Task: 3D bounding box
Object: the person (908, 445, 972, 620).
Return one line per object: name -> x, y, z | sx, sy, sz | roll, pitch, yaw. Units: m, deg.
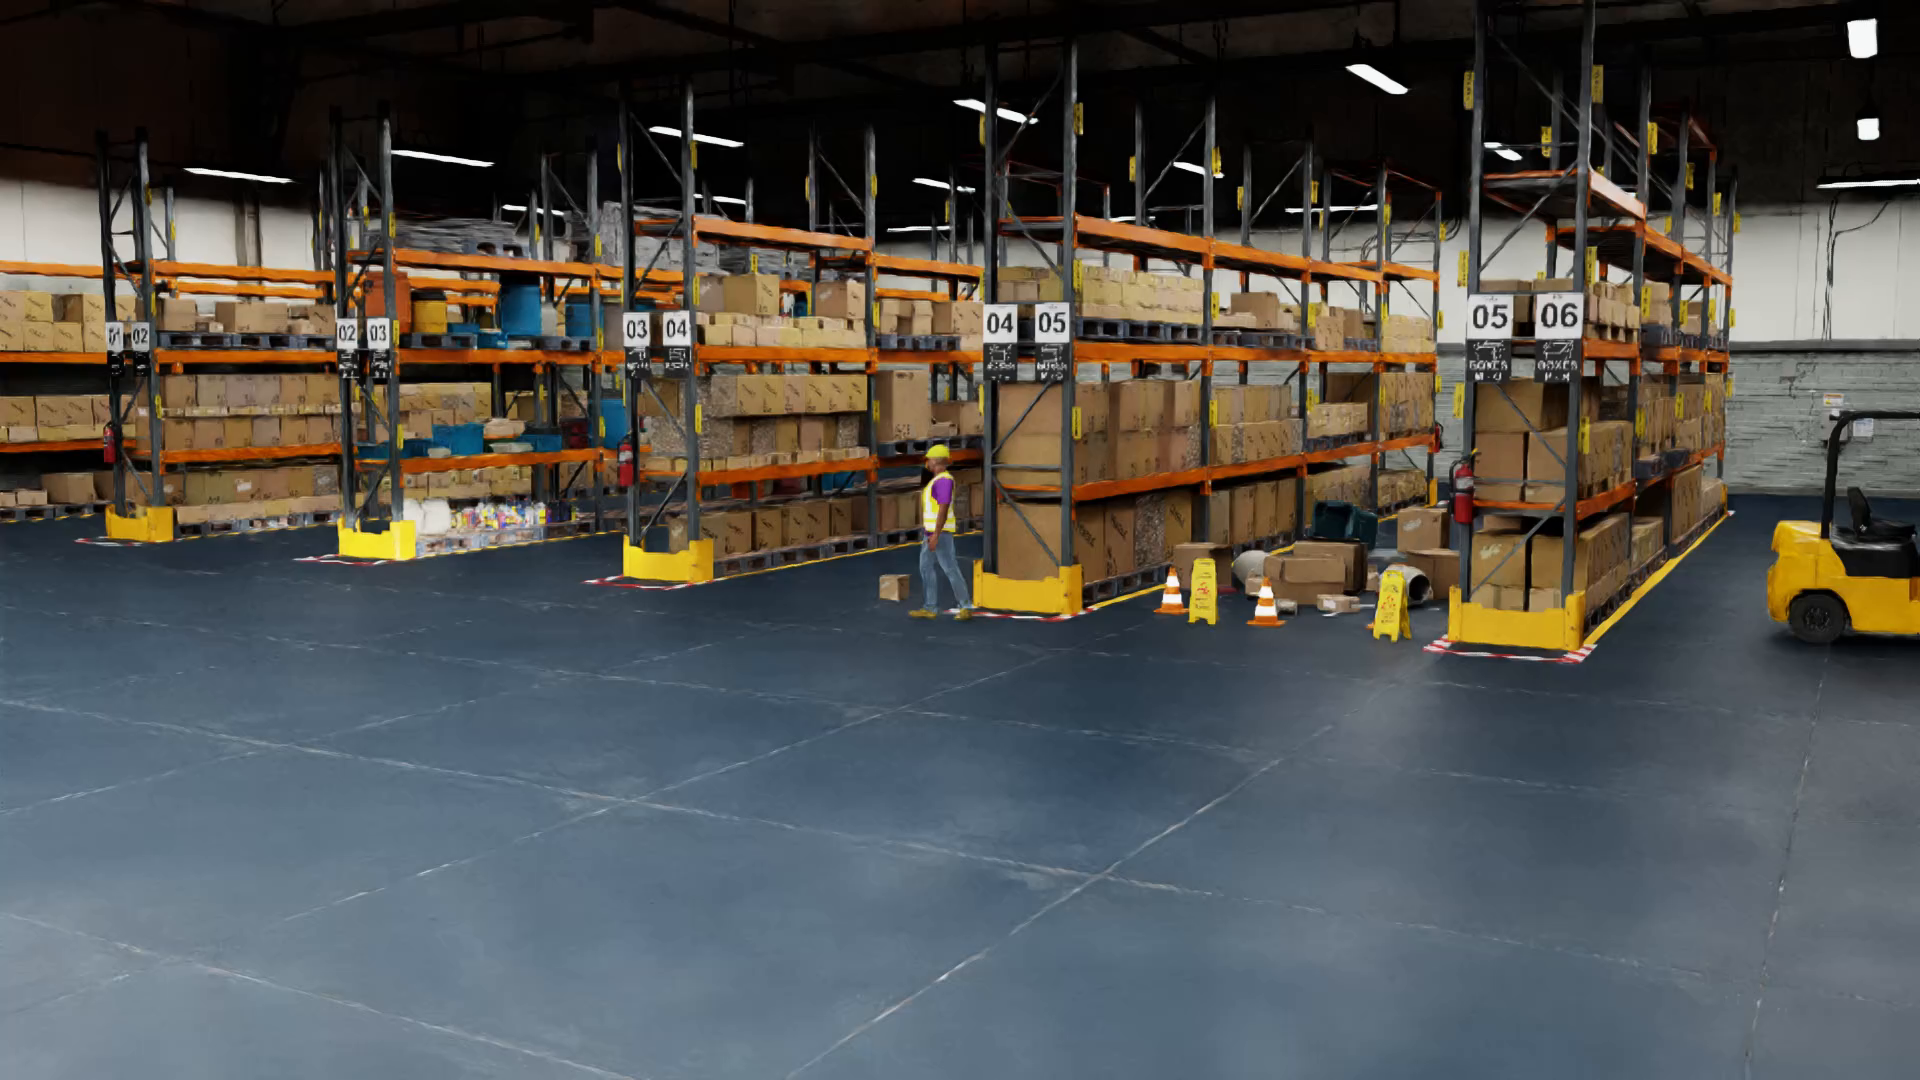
person -> -0.200, -0.079, 16.814 | 0.602, 1.759, 0.743 | -1, 6, -10
